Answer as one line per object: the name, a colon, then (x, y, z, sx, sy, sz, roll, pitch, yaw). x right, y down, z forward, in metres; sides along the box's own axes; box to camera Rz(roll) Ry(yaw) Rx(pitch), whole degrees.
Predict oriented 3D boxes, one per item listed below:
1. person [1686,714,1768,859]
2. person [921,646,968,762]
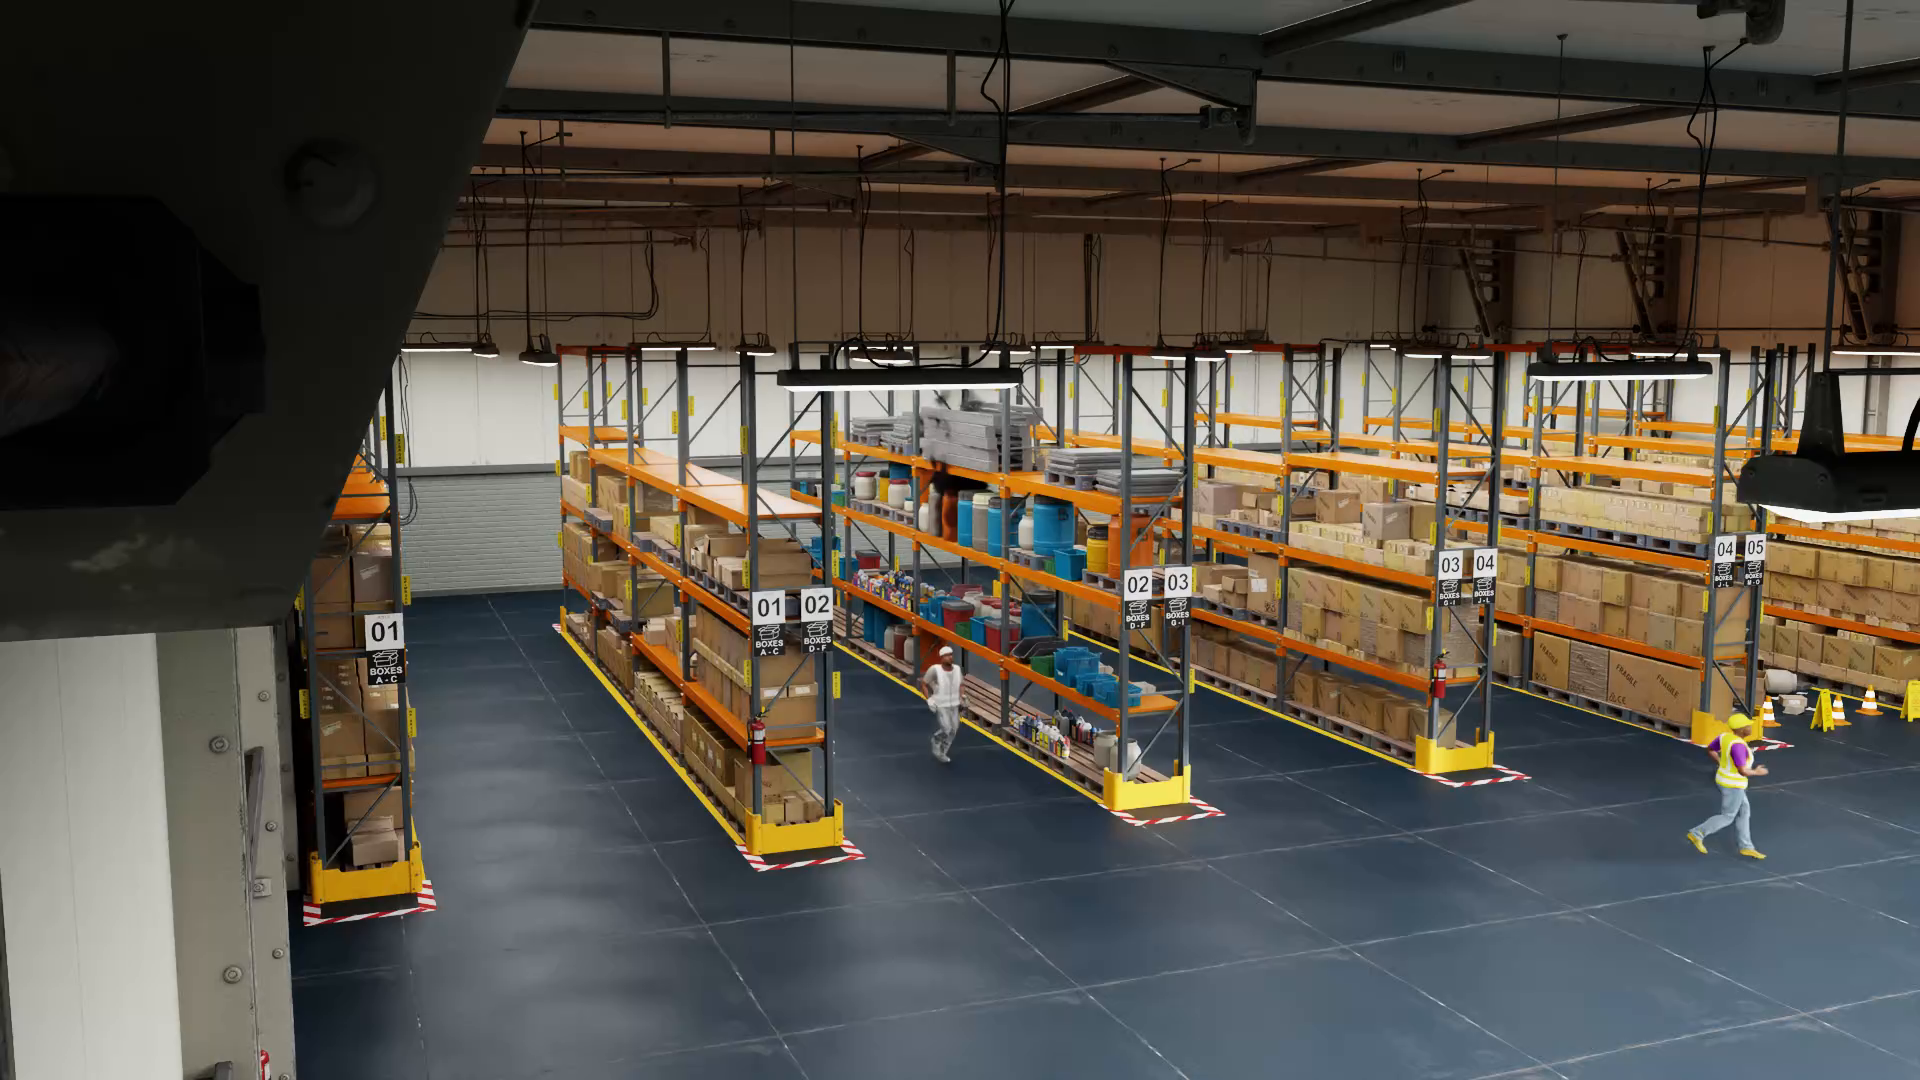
person: (9.182, 2.941, 19.866, 0.975, 1.771, 0.710, 1, 7, 8)
person: (-0.179, 2.389, 24.024, 0.631, 1.713, 0.608, -4, 8, -31)
